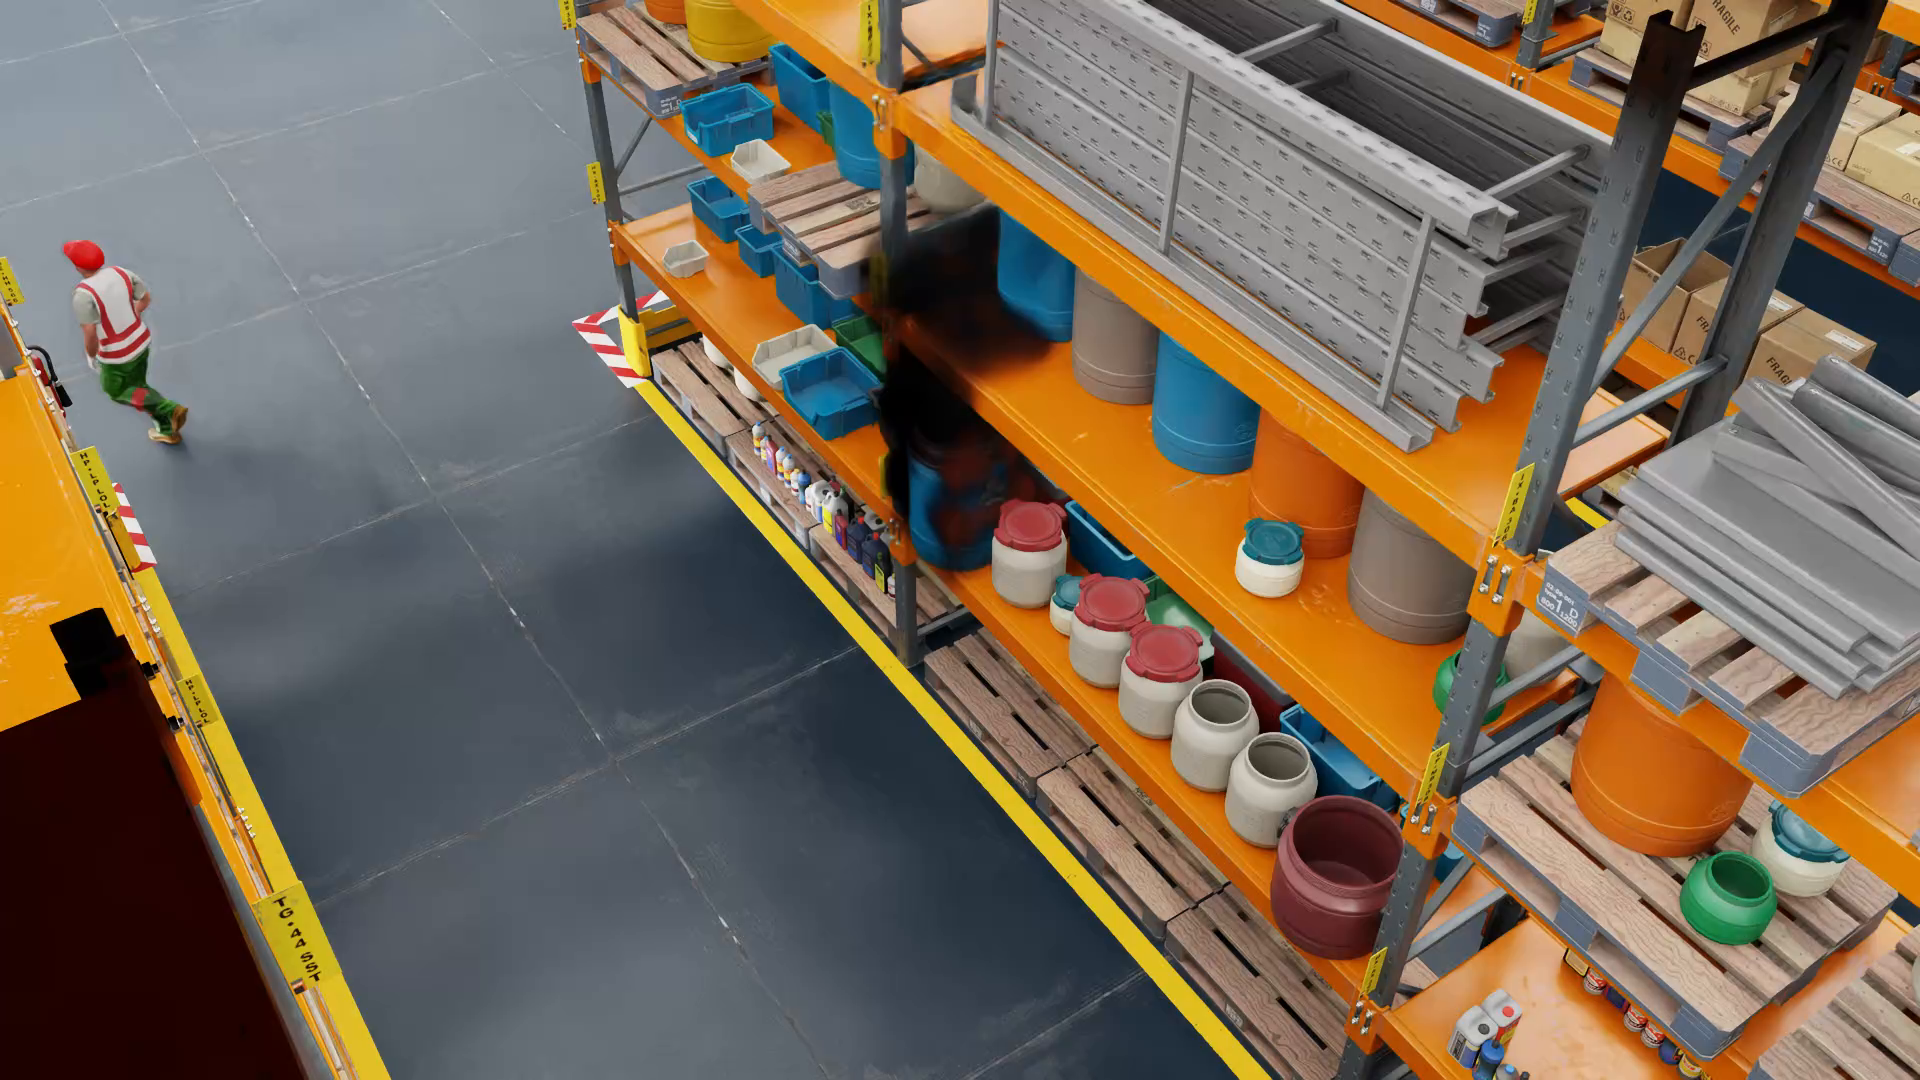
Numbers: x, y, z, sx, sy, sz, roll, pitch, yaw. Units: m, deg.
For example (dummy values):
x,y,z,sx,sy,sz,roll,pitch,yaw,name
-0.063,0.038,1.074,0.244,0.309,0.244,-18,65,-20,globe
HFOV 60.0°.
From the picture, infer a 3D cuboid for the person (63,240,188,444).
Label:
x,y,z,sx,sy,sz,roll,pitch,yaw,name
-5.997,-1.371,11.979,0.666,1.754,0.687,14,44,14,person
